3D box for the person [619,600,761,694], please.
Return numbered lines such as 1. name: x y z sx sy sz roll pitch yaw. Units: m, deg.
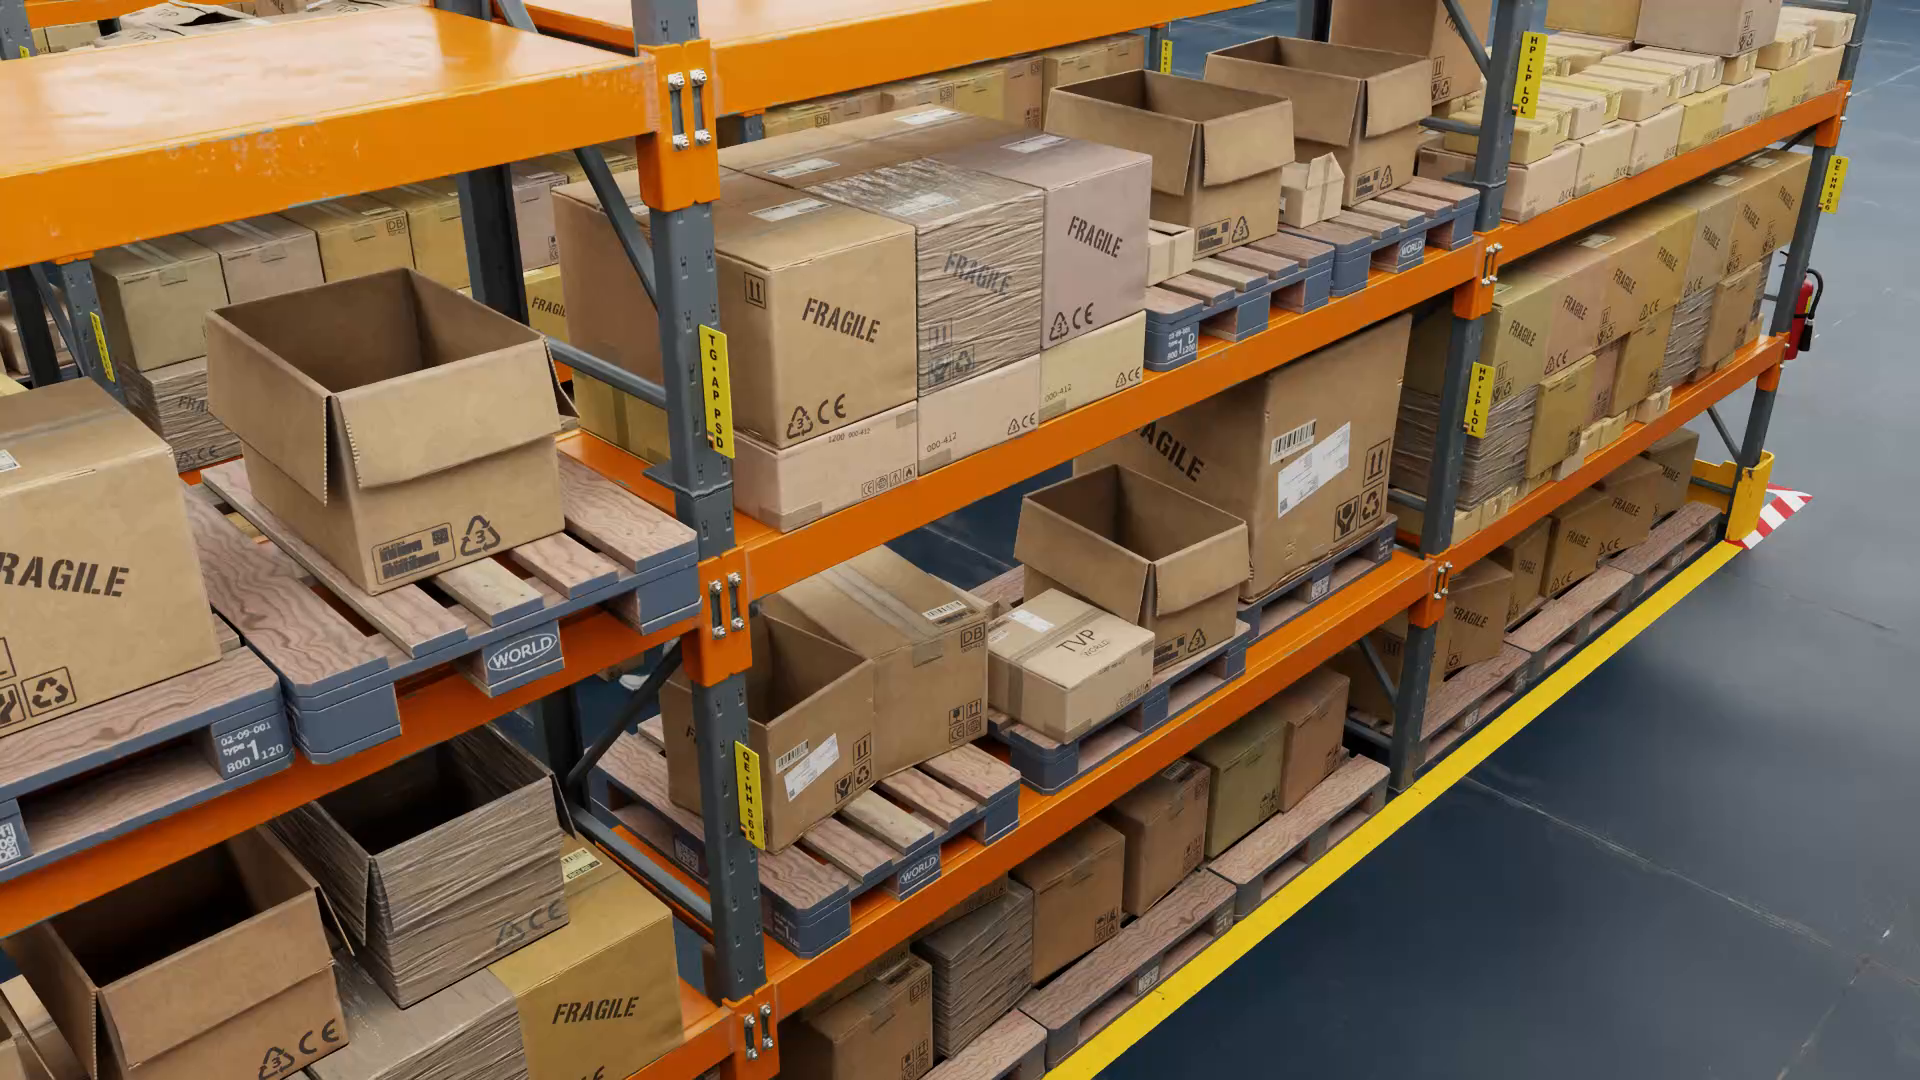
1. person: -1.285 0.072 8.476 1.009 1.727 0.608 -8 29 -15
